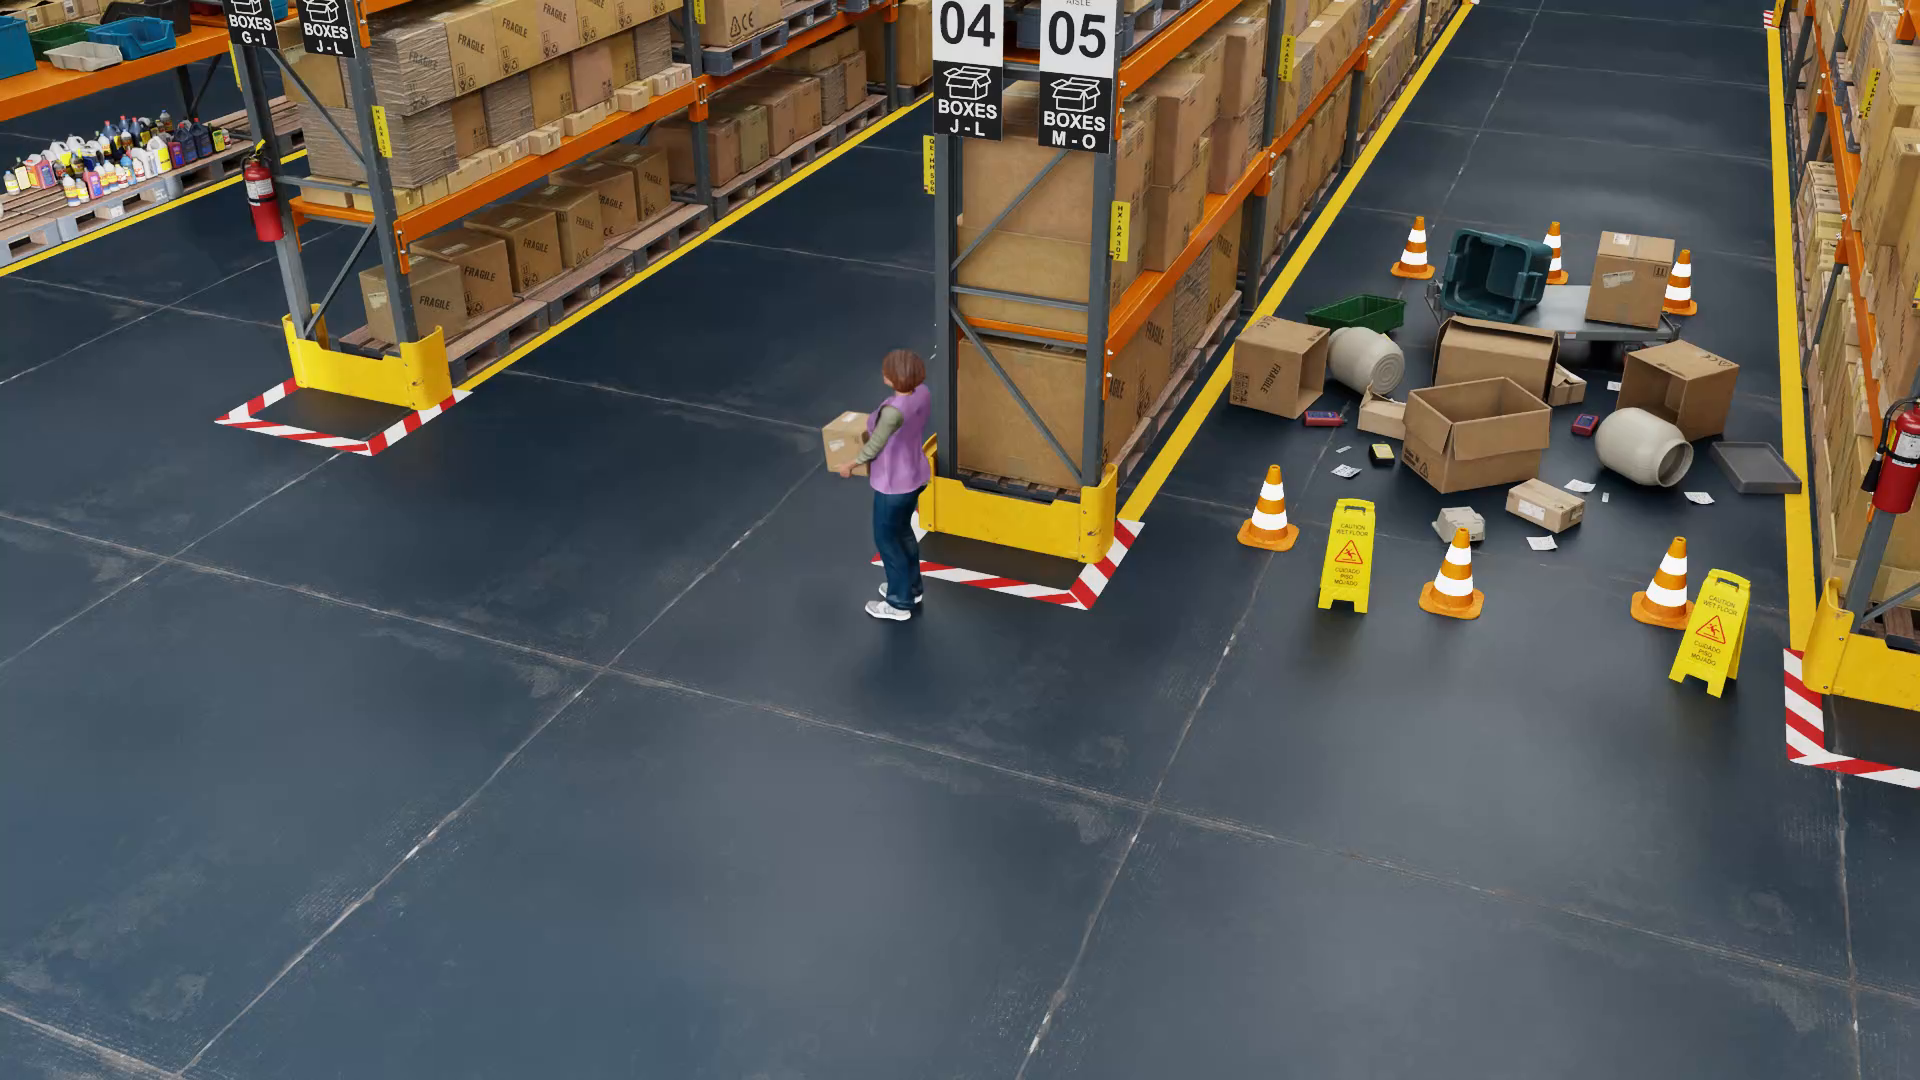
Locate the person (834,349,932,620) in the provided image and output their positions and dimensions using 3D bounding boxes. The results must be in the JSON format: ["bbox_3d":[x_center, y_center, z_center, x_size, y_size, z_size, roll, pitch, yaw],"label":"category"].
[{"bbox_3d":[-0.399,-0.313,8.964,0.500,1.566,0.405,15,33,24],"label":"person"}]
